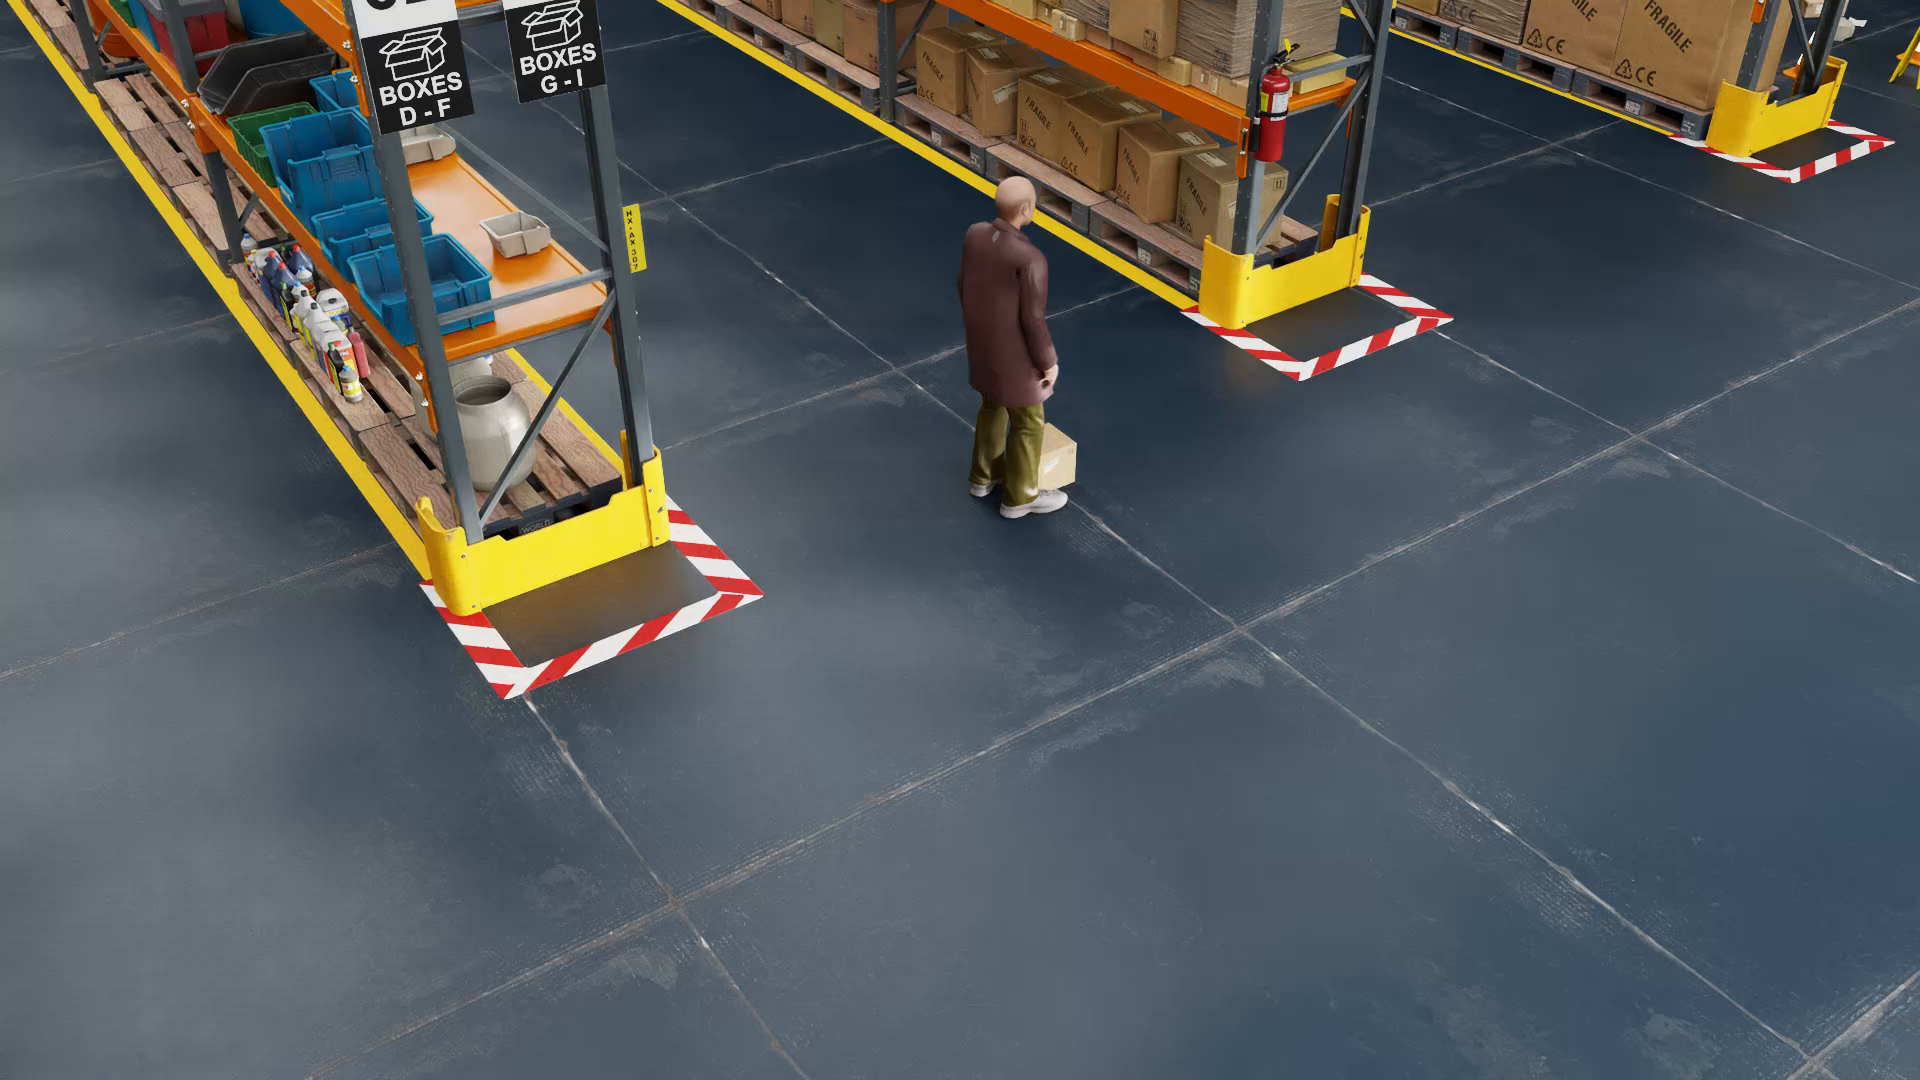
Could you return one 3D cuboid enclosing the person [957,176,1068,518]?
[{"bbox_3d":[0.239,-0.971,8.359,0.419,1.775,0.655,-24,42,-30],"label":"person"}]
